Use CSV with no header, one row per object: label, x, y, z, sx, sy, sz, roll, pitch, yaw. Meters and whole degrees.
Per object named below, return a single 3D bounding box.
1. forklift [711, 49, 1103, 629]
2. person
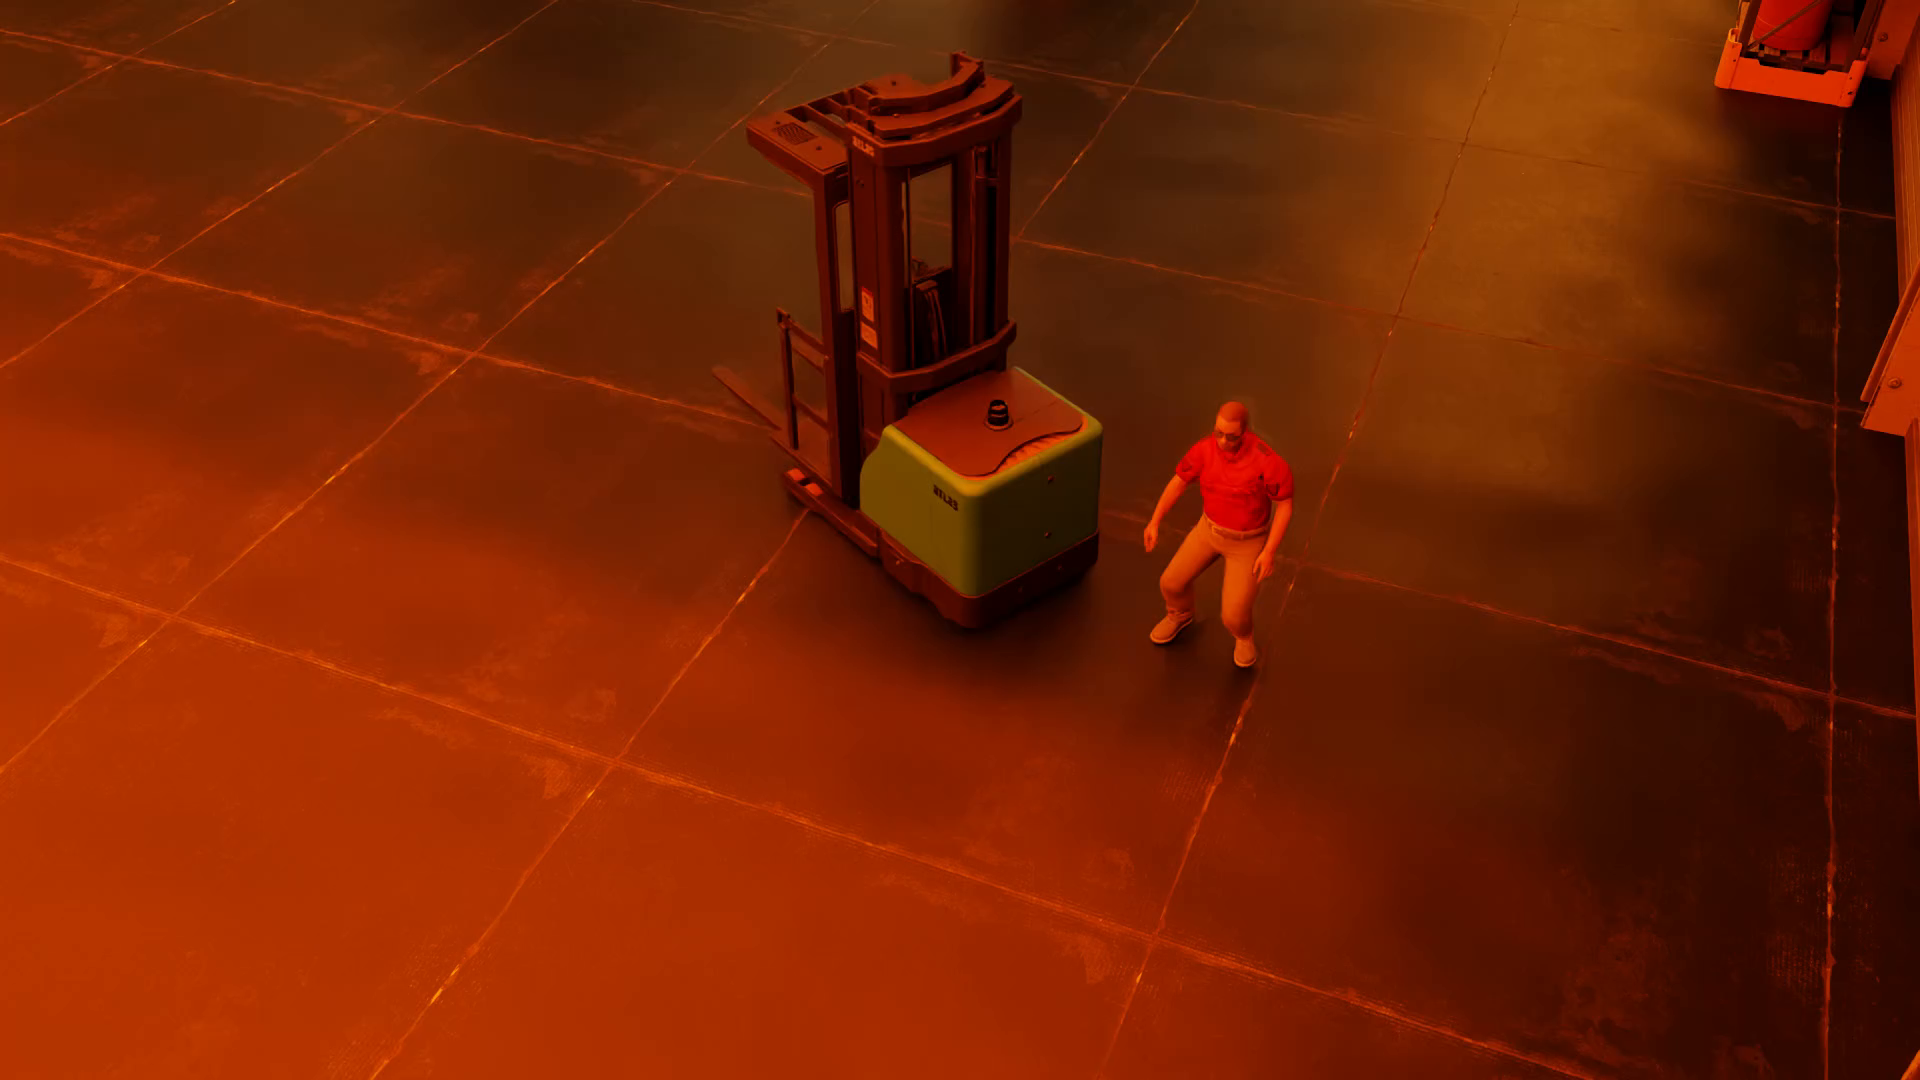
forklift,-0.489,-1.497,9.795,1.130,2.935,3.031,-27,47,-29
person,1.413,-0.030,9.039,0.756,1.635,0.456,28,48,30
